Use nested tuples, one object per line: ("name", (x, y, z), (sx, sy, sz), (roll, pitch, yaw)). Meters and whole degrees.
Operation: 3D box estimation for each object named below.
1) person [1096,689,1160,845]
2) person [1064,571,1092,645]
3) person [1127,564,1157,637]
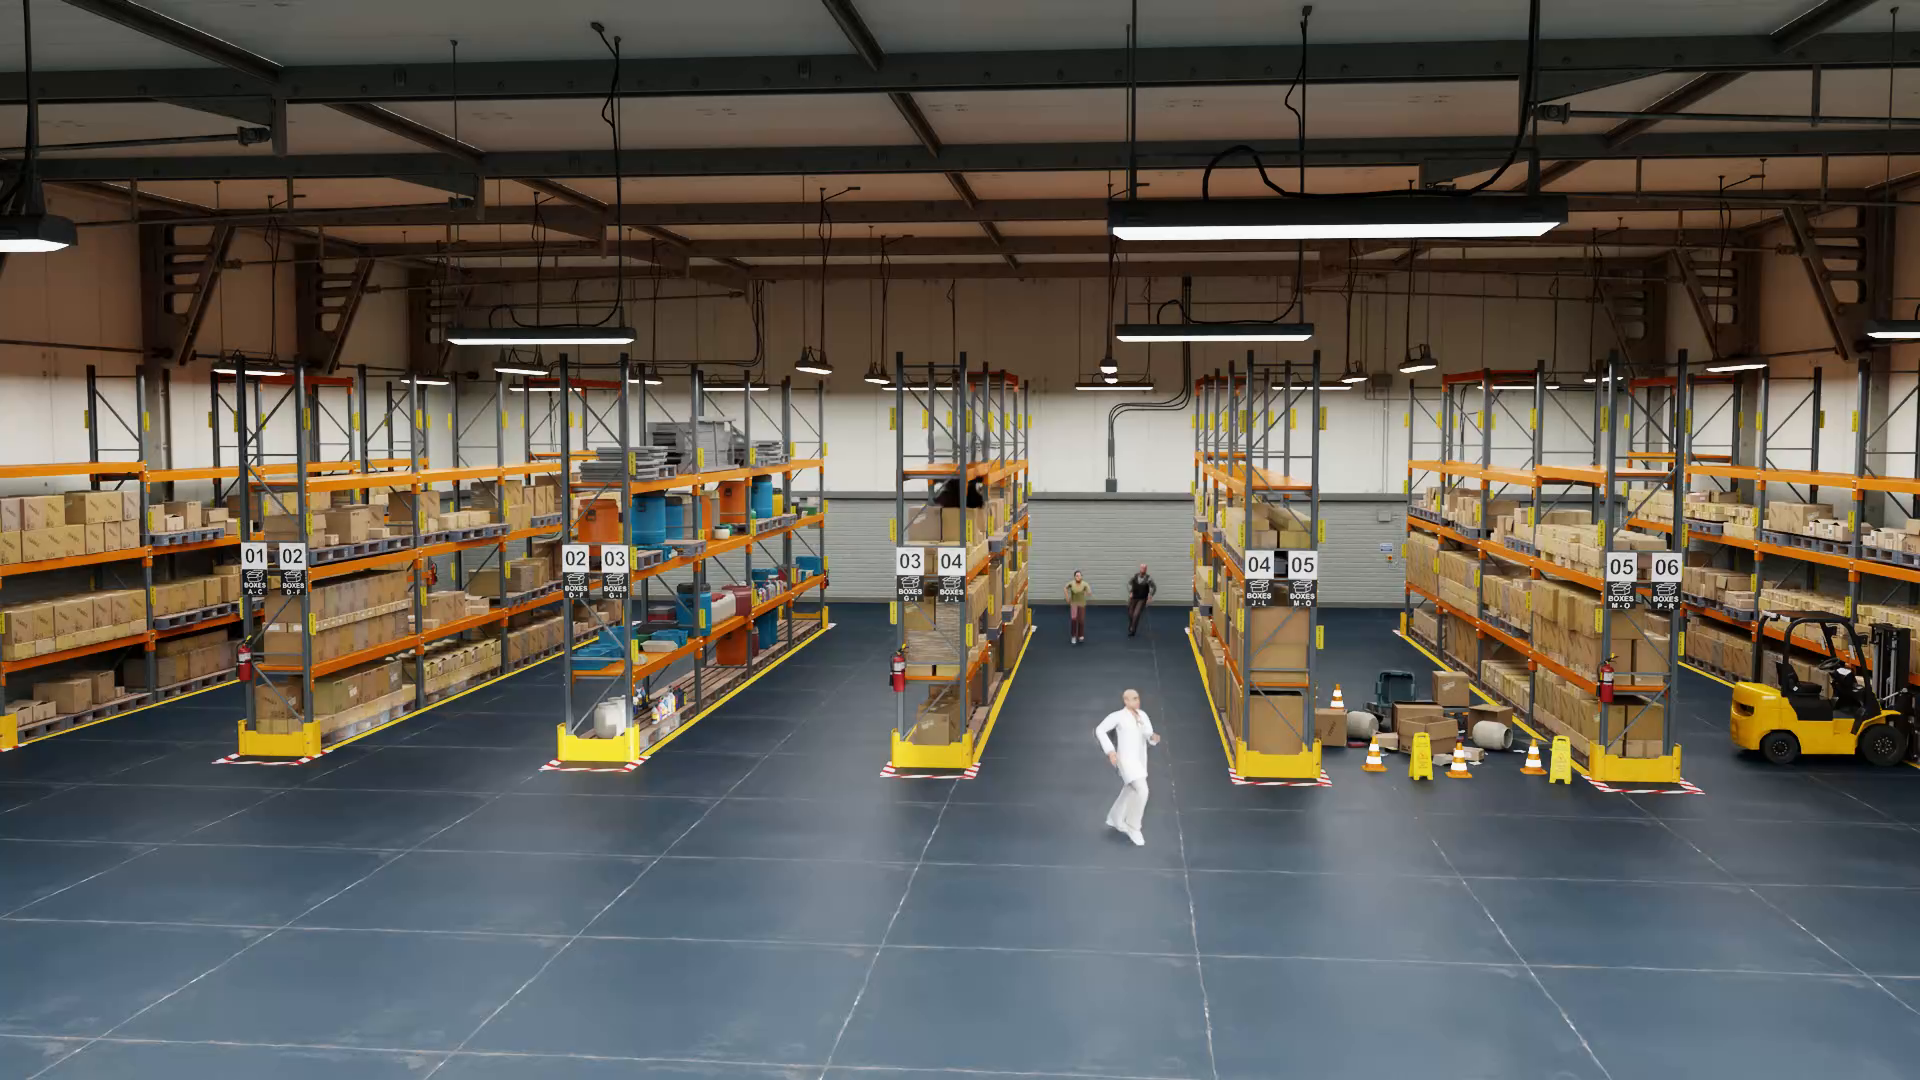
("person", (2.055, 2.708, 19.921), (0.819, 1.845, 0.673), (4, 5, 42))
("person", (2.674, 1.513, 37.635), (0.625, 1.671, 0.751), (0, 4, 0))
("person", (4.235, 1.396, 38.954), (0.728, 1.684, 0.761), (1, 4, 17))
